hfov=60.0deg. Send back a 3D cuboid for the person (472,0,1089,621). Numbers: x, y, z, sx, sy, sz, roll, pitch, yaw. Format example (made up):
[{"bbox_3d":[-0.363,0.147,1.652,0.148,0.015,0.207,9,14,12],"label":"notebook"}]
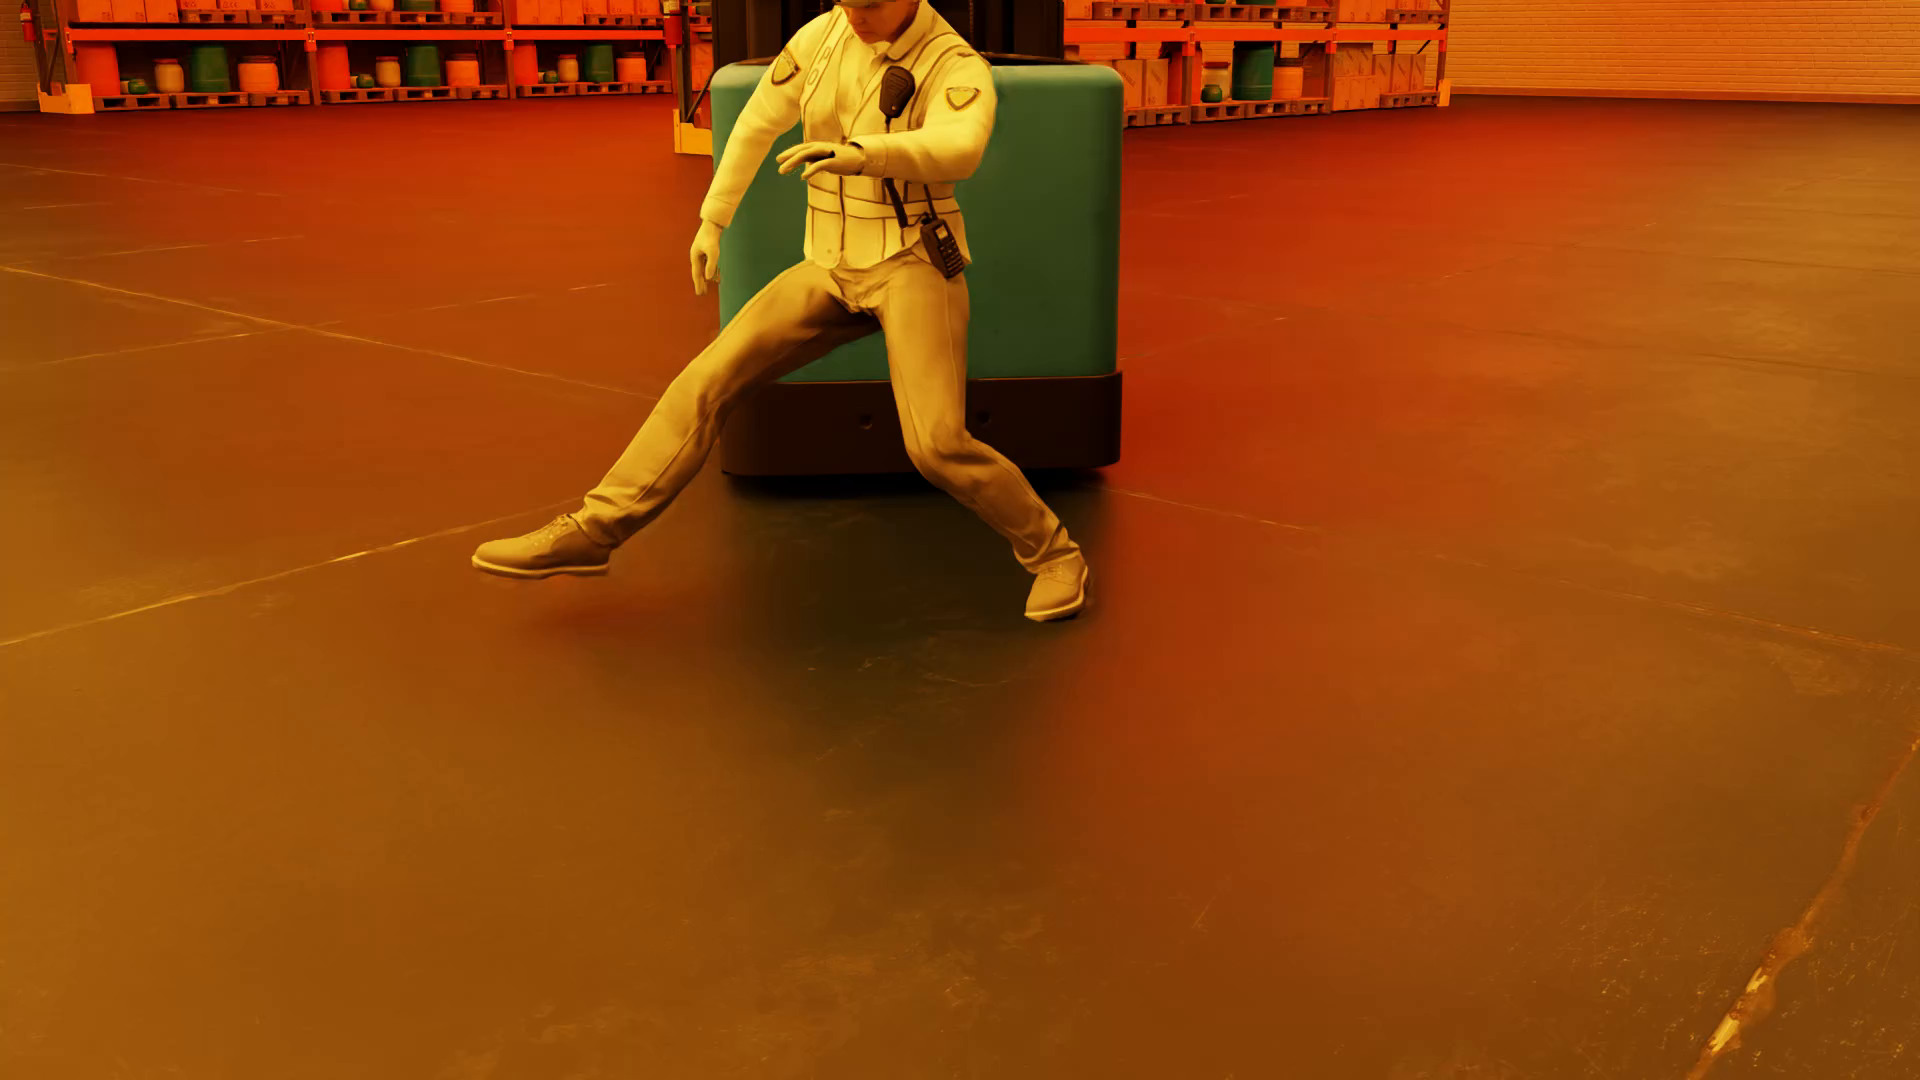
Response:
[{"bbox_3d":[-0.321,-0.523,3.263,0.918,1.439,1.037,13,21,38],"label":"person"}]

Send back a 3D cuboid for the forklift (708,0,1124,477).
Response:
[{"bbox_3d":[-0.248,-1.944,5.301,1.130,2.935,3.031,-2,17,-6],"label":"forklift"}]
